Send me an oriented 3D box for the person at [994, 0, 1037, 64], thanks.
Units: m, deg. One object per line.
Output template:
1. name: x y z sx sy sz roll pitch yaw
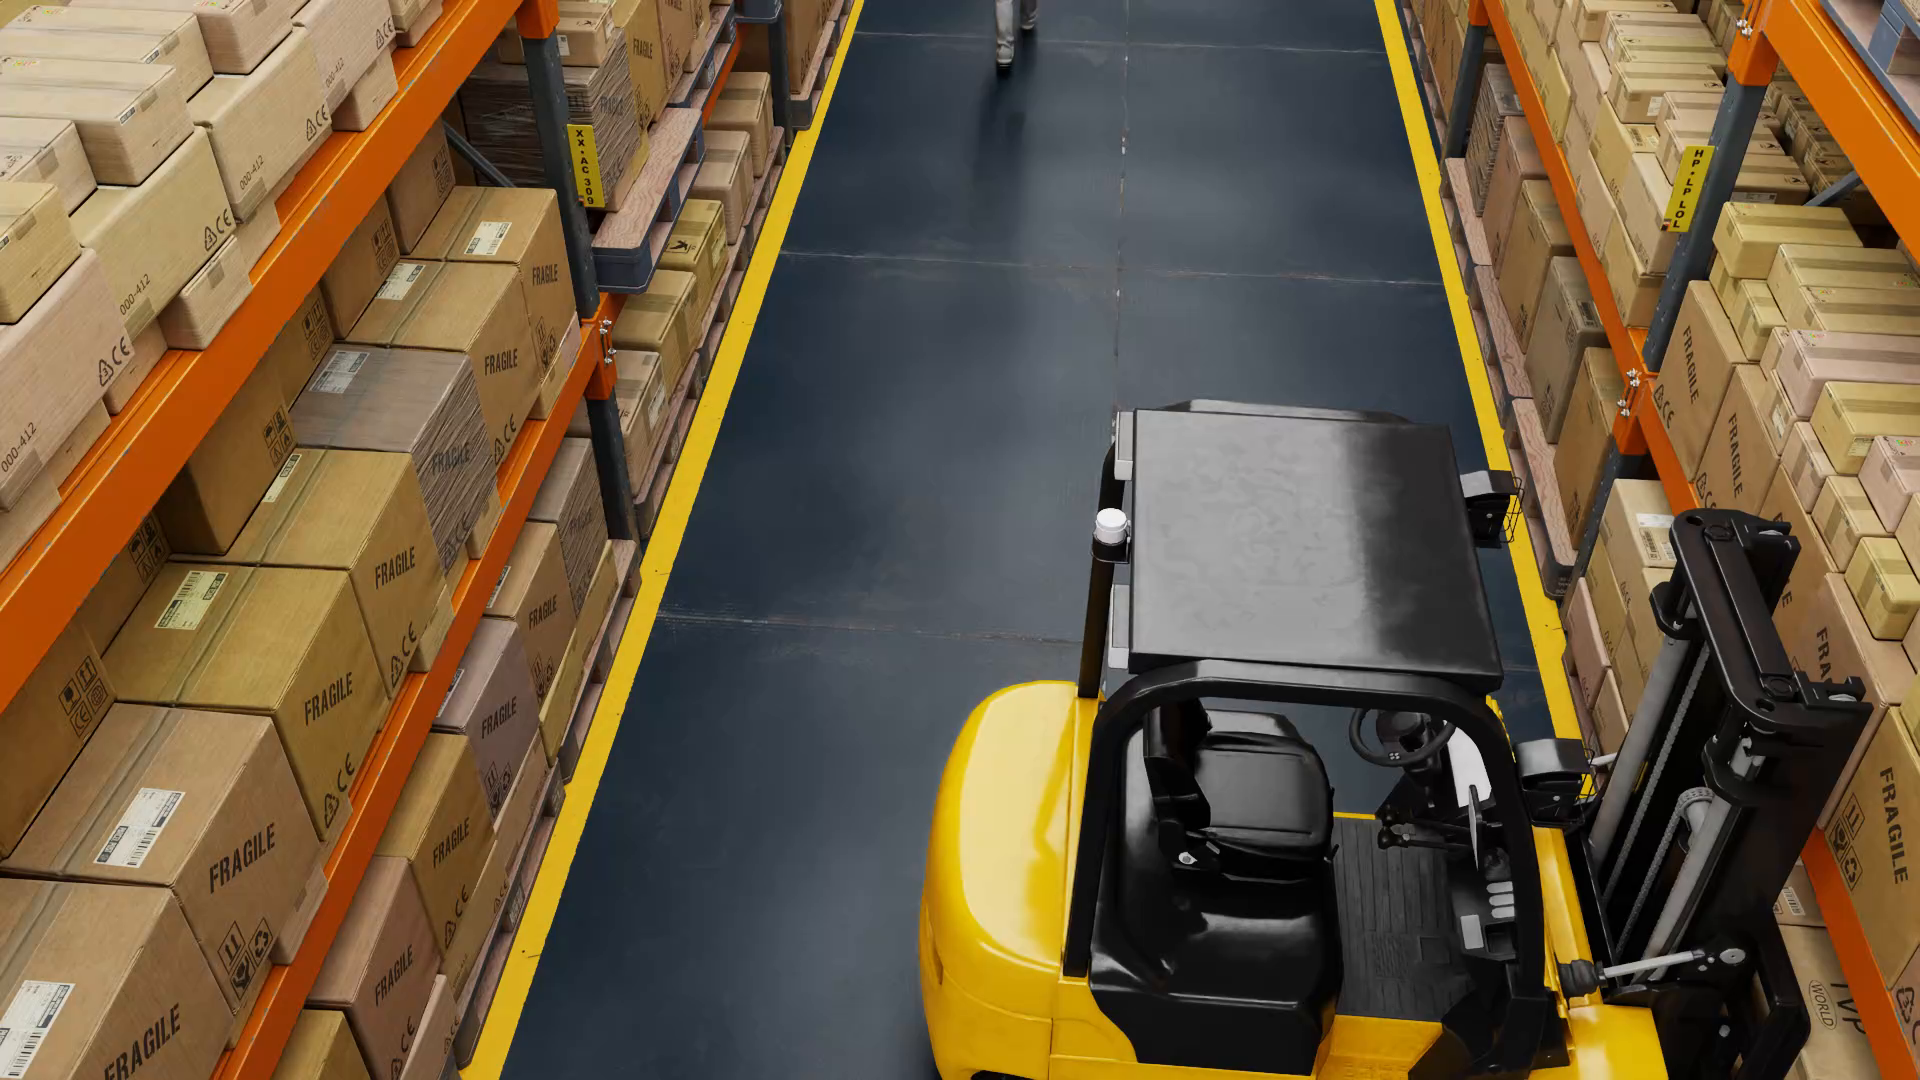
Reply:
1. person: 0.361 -4.035 10.884 0.473 1.634 1.004 2 40 3
